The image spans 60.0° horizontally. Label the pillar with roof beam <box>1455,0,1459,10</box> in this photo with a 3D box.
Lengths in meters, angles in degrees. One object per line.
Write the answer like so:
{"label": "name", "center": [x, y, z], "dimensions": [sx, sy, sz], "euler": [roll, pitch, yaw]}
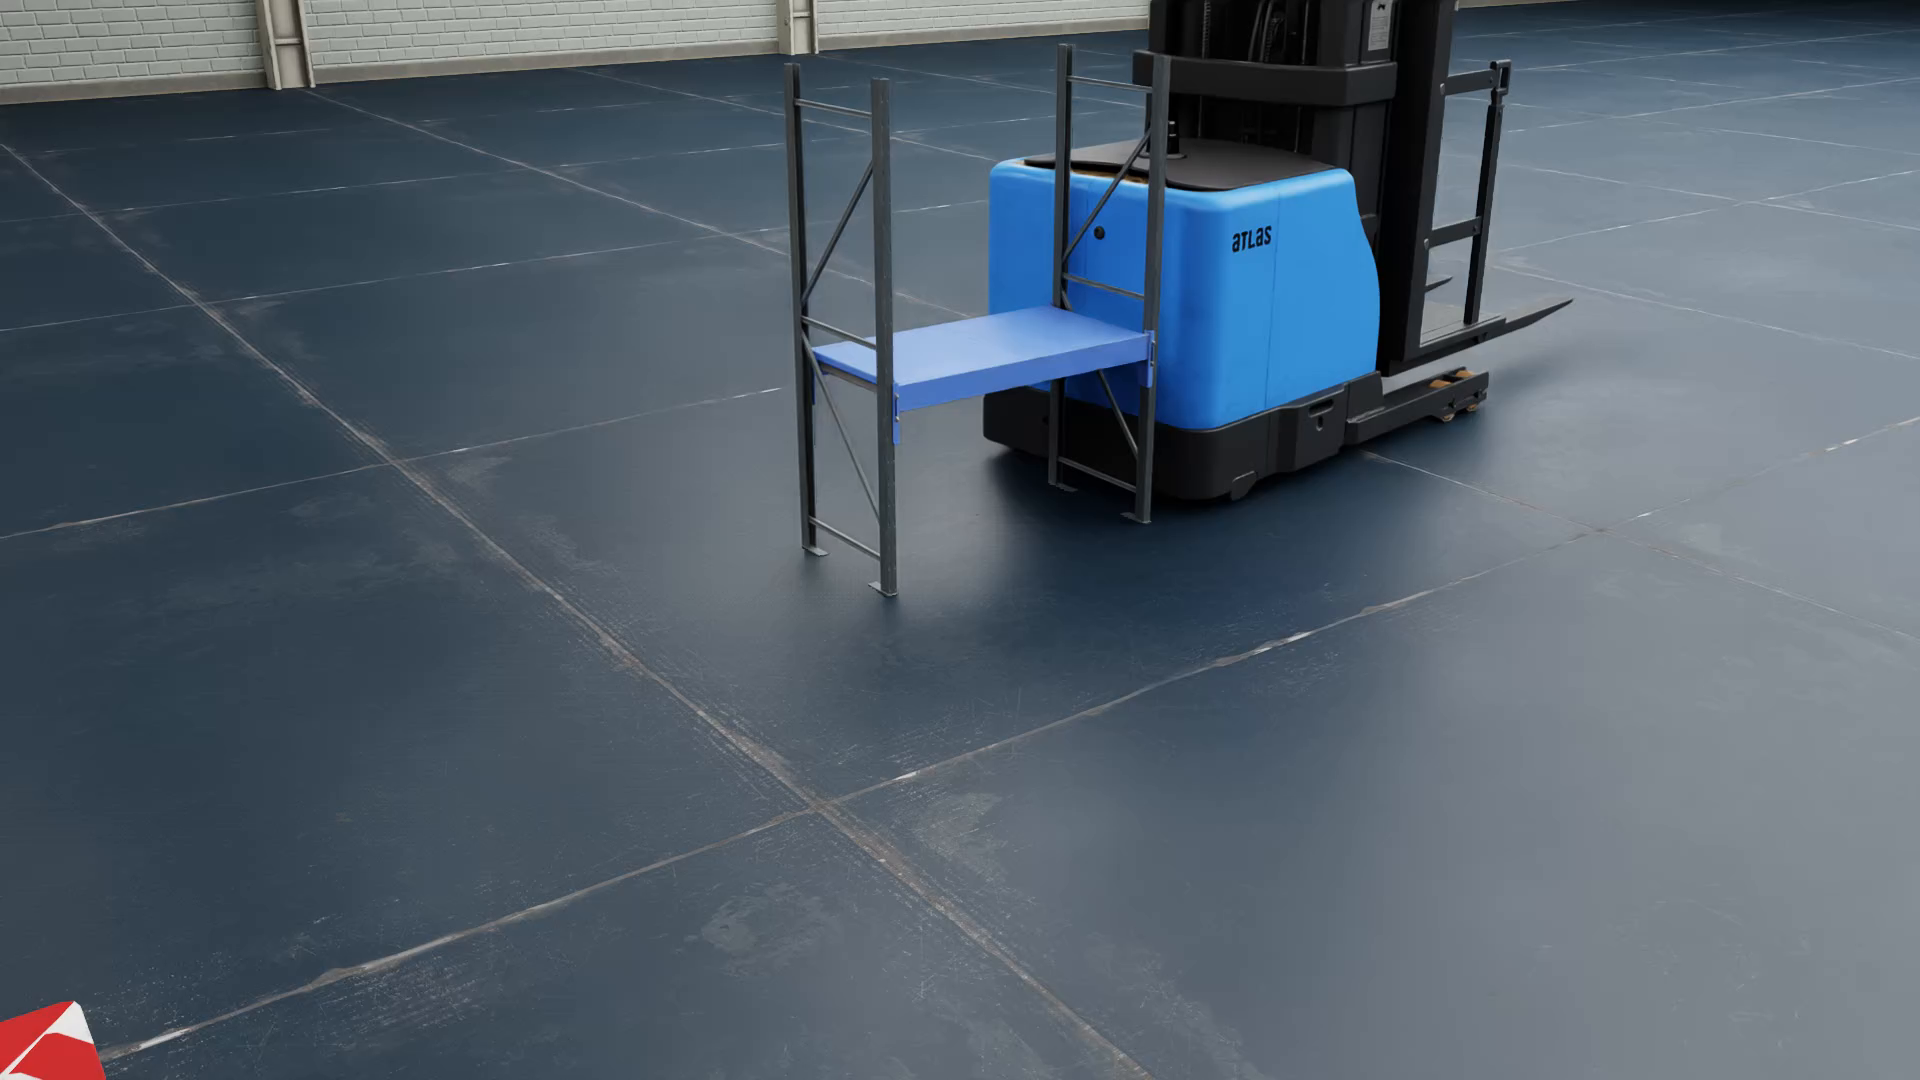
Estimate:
{"label": "pillar with roof beam", "center": [10.286, -11.418, 21.869], "dimensions": [0.400, 9.000, 9.100], "euler": [-15, 26, -33]}

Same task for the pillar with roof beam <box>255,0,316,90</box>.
{"label": "pillar with roof beam", "center": [-4.325, -7.522, 12.105], "dimensions": [0.400, 9.000, 9.100], "euler": [-15, 26, -33]}

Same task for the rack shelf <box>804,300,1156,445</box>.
{"label": "rack shelf", "center": [0.063, -0.545, 5.224], "dimensions": [1.000, 0.185, 0.538], "euler": [-15, 26, -33]}

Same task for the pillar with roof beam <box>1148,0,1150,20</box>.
{"label": "pillar with roof beam", "center": [5.416, -10.119, 18.614], "dimensions": [0.400, 9.000, 9.100], "euler": [-15, 26, -33]}

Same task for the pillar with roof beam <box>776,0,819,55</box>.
{"label": "pillar with roof beam", "center": [0.545, -8.821, 15.360], "dimensions": [0.400, 9.000, 9.100], "euler": [-15, 26, -33]}

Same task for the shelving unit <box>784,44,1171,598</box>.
{"label": "shelving unit", "center": [0.063, -0.712, 5.157], "dimensions": [1.048, 1.500, 0.538], "euler": [-15, 26, -33]}

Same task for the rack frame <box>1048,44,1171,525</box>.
{"label": "rack frame", "center": [0.473, -0.823, 5.436], "dimensions": [0.032, 1.500, 0.500], "euler": [-15, 26, -33]}

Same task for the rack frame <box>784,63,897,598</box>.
{"label": "rack frame", "center": [-0.348, -0.601, 4.879], "dimensions": [0.032, 1.500, 0.500], "euler": [-15, 26, -33]}

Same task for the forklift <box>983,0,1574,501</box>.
{"label": "forklift", "center": [1.484, -1.945, 6.317], "dimensions": [1.130, 2.935, 3.031], "euler": [20, 29, 41]}
